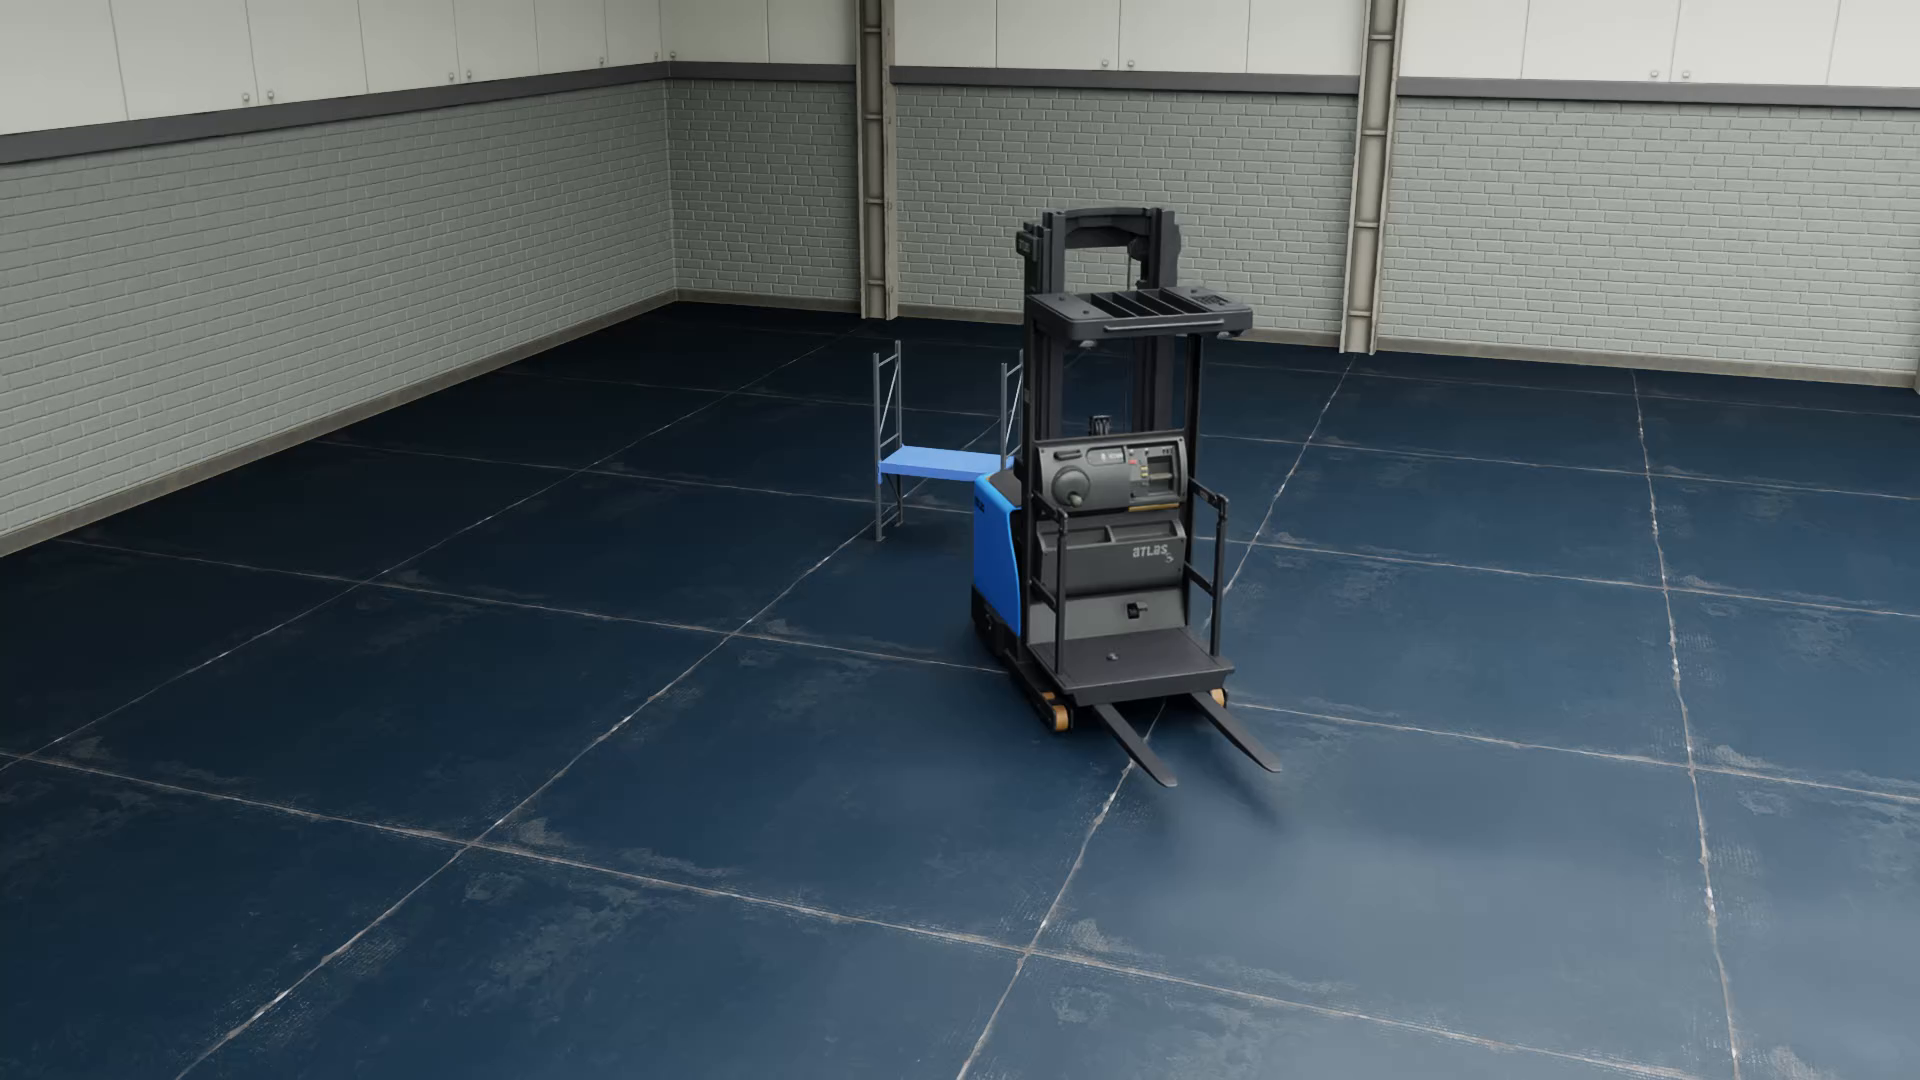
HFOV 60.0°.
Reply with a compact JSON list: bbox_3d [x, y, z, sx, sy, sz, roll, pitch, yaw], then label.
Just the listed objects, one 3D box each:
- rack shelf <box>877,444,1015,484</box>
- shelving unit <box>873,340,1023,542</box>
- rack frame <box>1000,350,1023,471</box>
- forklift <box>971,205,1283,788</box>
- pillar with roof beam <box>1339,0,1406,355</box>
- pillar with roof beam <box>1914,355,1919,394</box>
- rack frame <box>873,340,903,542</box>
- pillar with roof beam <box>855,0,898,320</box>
[{"bbox_3d":[-0.081,-0.548,12.915,1.000,0.185,0.538,7,20,18],"label":"rack shelf"},{"bbox_3d":[-0.081,-0.717,12.856,1.048,1.500,0.538,7,20,18],"label":"shelving unit"},{"bbox_3d":[0.400,-0.663,12.698,0.032,1.500,0.500,7,20,18],"label":"rack frame"},{"bbox_3d":[0.979,-0.391,9.745,1.130,2.935,3.031,-5,20,-15],"label":"forklift"},{"bbox_3d":[3.228,-5.116,14.082,0.400,9.000,9.100,7,20,18],"label":"pillar with roof beam"},{"bbox_3d":[8.895,-4.468,12.223,0.400,9.000,9.100,7,20,18],"label":"pillar with roof beam"},{"bbox_3d":[-0.561,-0.772,13.013,0.032,1.500,0.500,7,20,18],"label":"rack frame"},{"bbox_3d":[-2.440,-5.764,15.941,0.400,9.000,9.100,7,20,18],"label":"pillar with roof beam"}]
